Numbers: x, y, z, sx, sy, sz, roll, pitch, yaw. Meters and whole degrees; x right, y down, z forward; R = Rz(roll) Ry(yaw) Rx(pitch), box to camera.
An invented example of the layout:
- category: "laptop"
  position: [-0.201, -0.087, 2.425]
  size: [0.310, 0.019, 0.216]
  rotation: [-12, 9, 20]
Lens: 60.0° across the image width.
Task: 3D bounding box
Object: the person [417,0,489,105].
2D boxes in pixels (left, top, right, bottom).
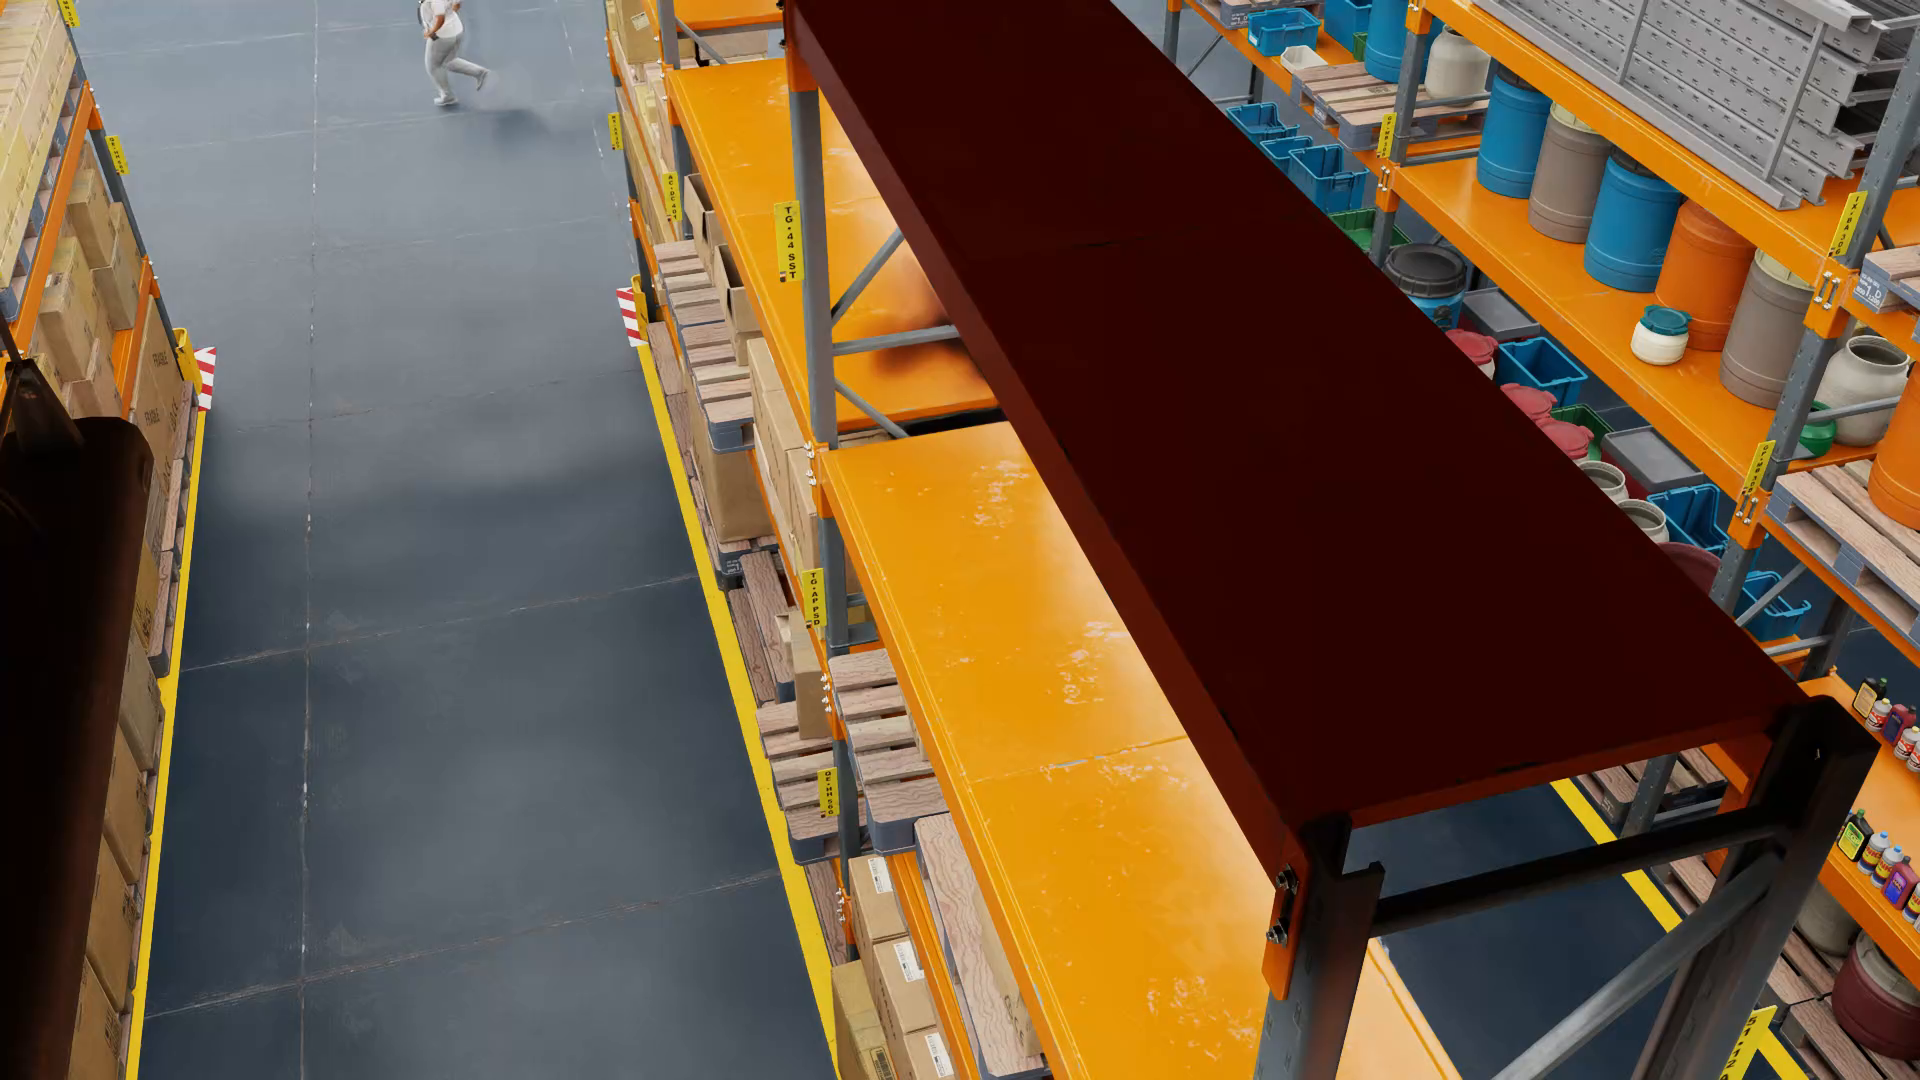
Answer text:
- category: "person"
  position: [-5.749, -5.660, 18.692]
  size: [0.685, 1.631, 0.608]
  rotation: [7, 39, 8]
